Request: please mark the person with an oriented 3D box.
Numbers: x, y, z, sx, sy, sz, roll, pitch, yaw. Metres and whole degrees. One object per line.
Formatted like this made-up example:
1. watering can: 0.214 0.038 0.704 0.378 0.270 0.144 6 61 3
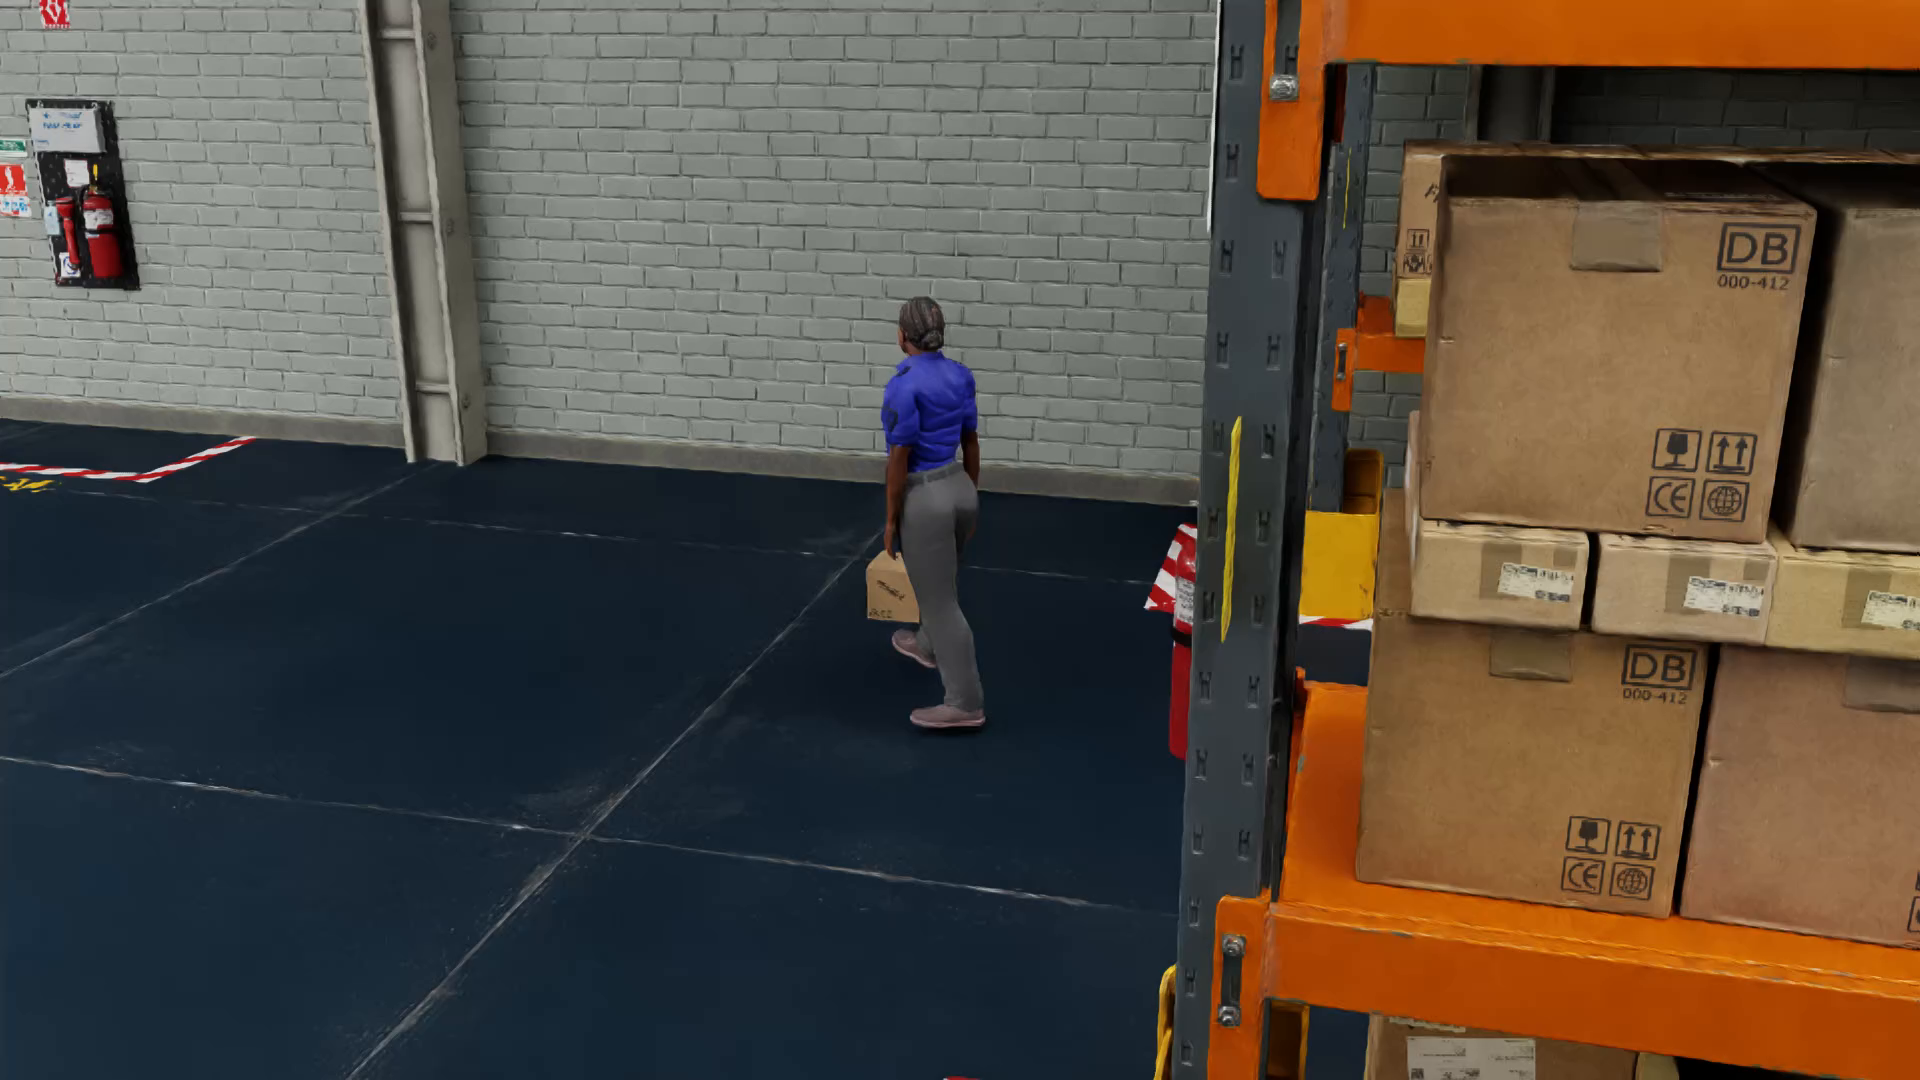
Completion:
1. person: -0.078 -0.170 6.422 0.609 1.555 0.540 14 23 36
